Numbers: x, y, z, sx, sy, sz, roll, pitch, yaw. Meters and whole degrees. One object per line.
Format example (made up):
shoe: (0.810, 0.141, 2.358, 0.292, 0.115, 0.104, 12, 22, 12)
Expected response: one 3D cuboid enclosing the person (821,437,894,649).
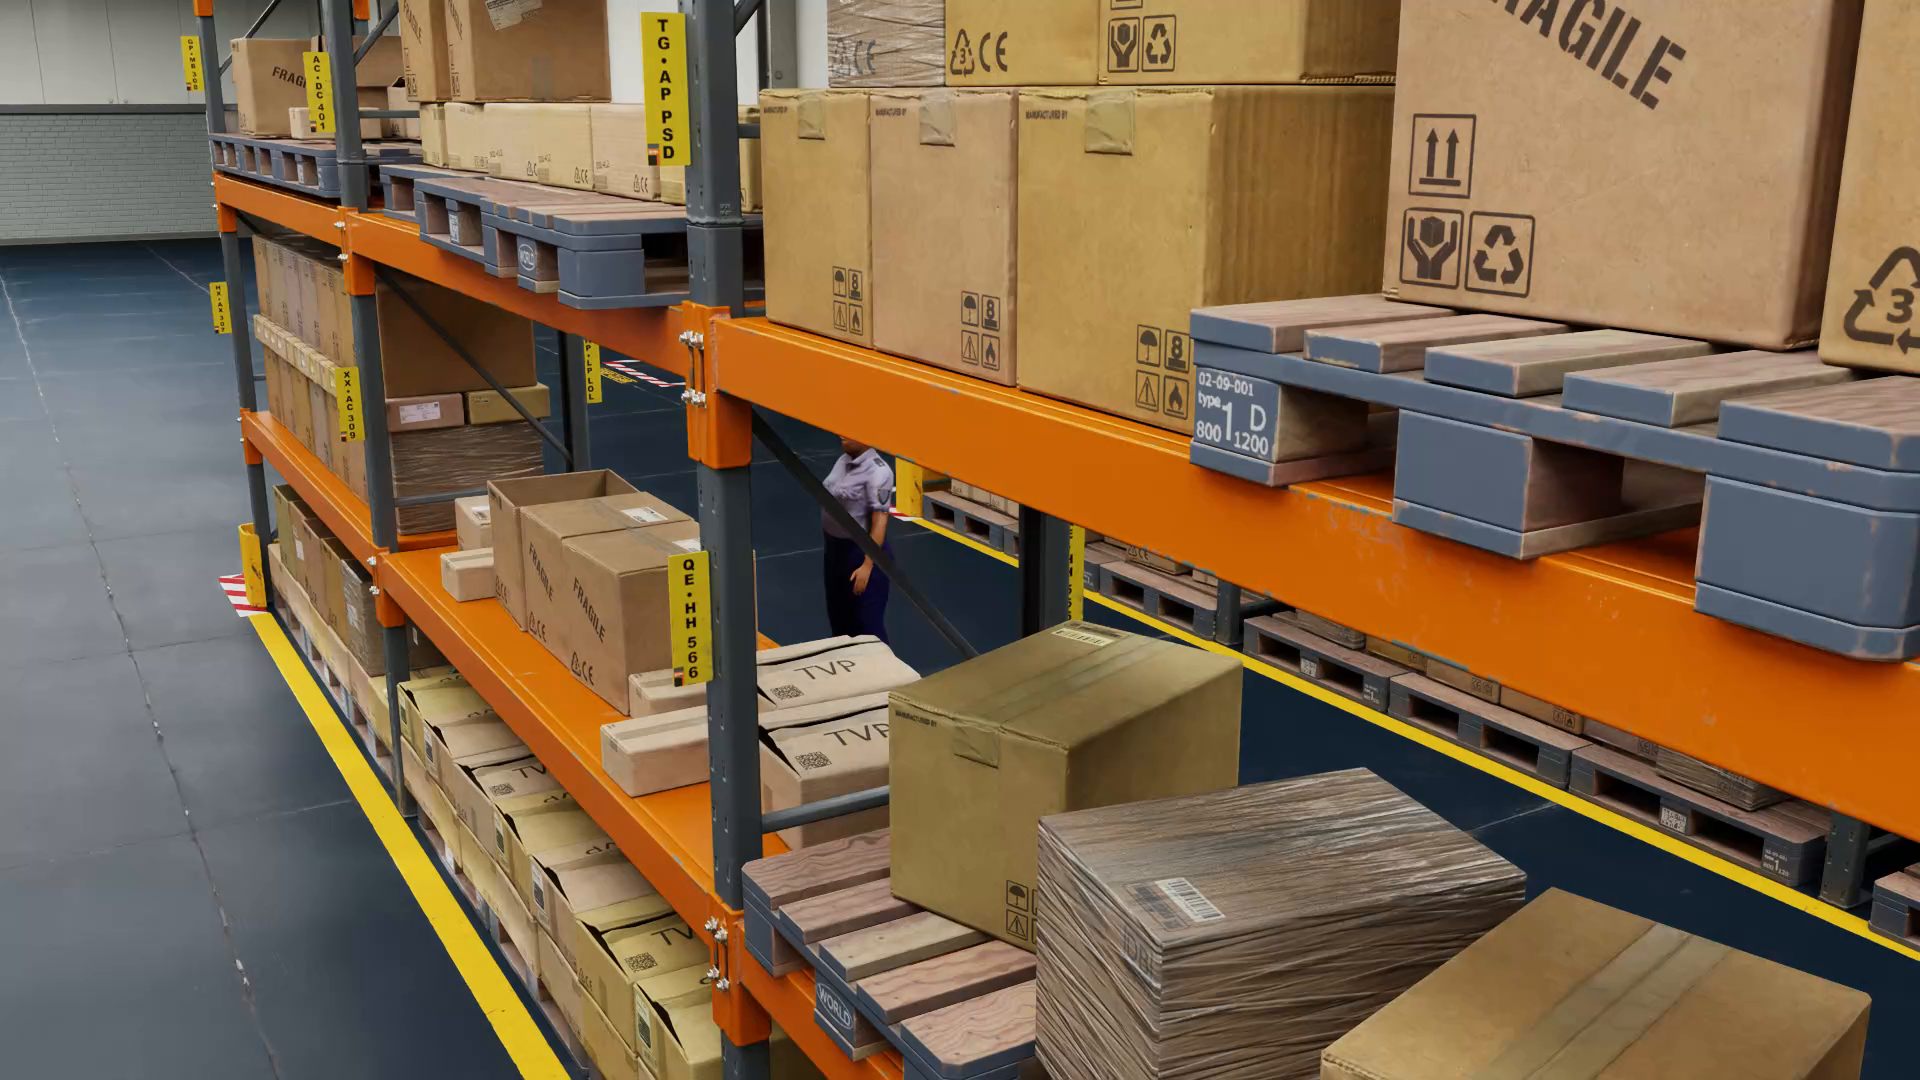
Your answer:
person: (-0.568, 0.111, 9.053, 0.361, 1.654, 0.511, -11, 18, -35)
